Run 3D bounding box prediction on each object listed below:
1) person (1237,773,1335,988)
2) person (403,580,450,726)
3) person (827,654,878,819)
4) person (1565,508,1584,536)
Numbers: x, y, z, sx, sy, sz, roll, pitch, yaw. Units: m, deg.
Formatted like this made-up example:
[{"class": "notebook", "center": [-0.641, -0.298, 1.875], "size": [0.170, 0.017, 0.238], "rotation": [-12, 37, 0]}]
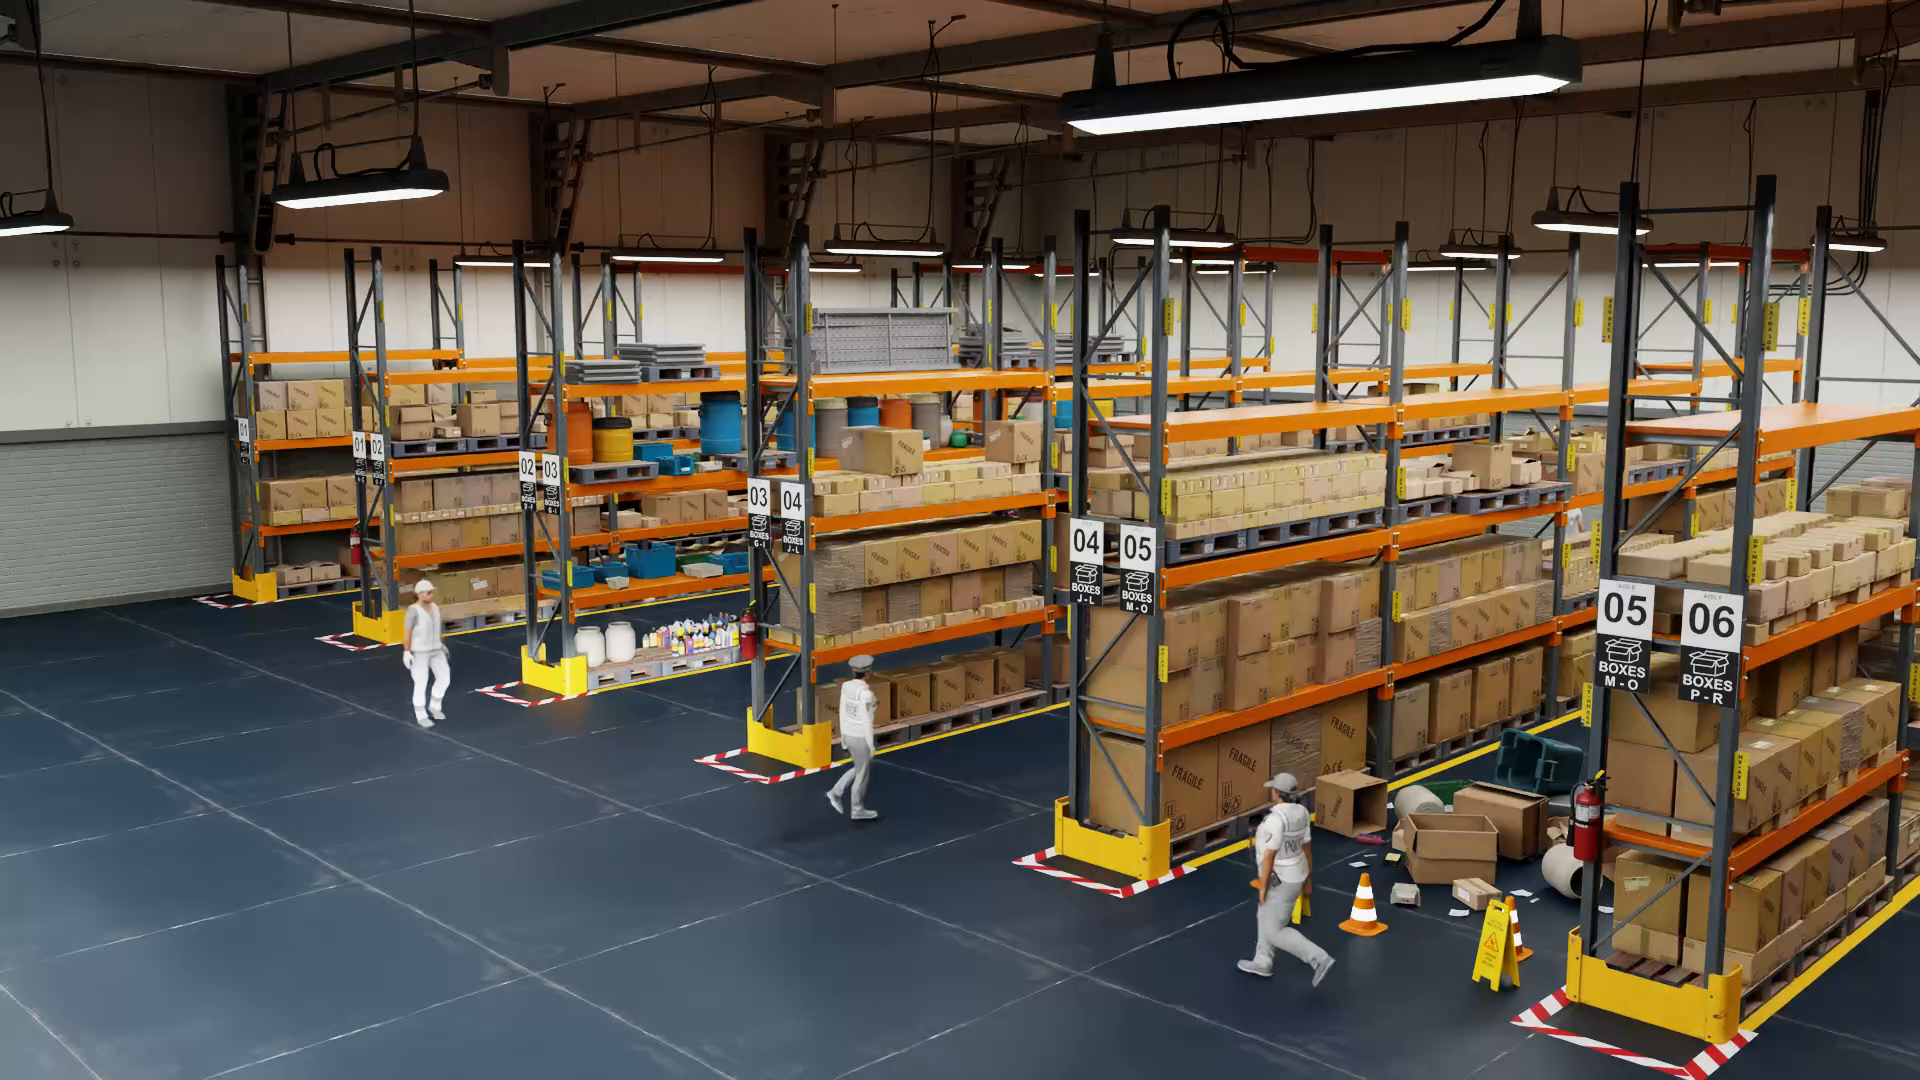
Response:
[{"class": "person", "center": [2.482, 2.576, 12.615], "size": [0.802, 1.640, 0.487], "rotation": [3, 9, 23]}, {"class": "person", "center": [-6.606, 1.389, 20.537], "size": [0.424, 1.802, 0.647], "rotation": [5, 9, 30]}, {"class": "person", "center": [-1.064, 1.983, 16.608], "size": [0.509, 1.673, 0.467], "rotation": [-2, 8, -17]}, {"class": "person", "center": [11.433, -0.055, 31.146], "size": [0.532, 1.627, 0.914], "rotation": [4, 9, 29]}]
